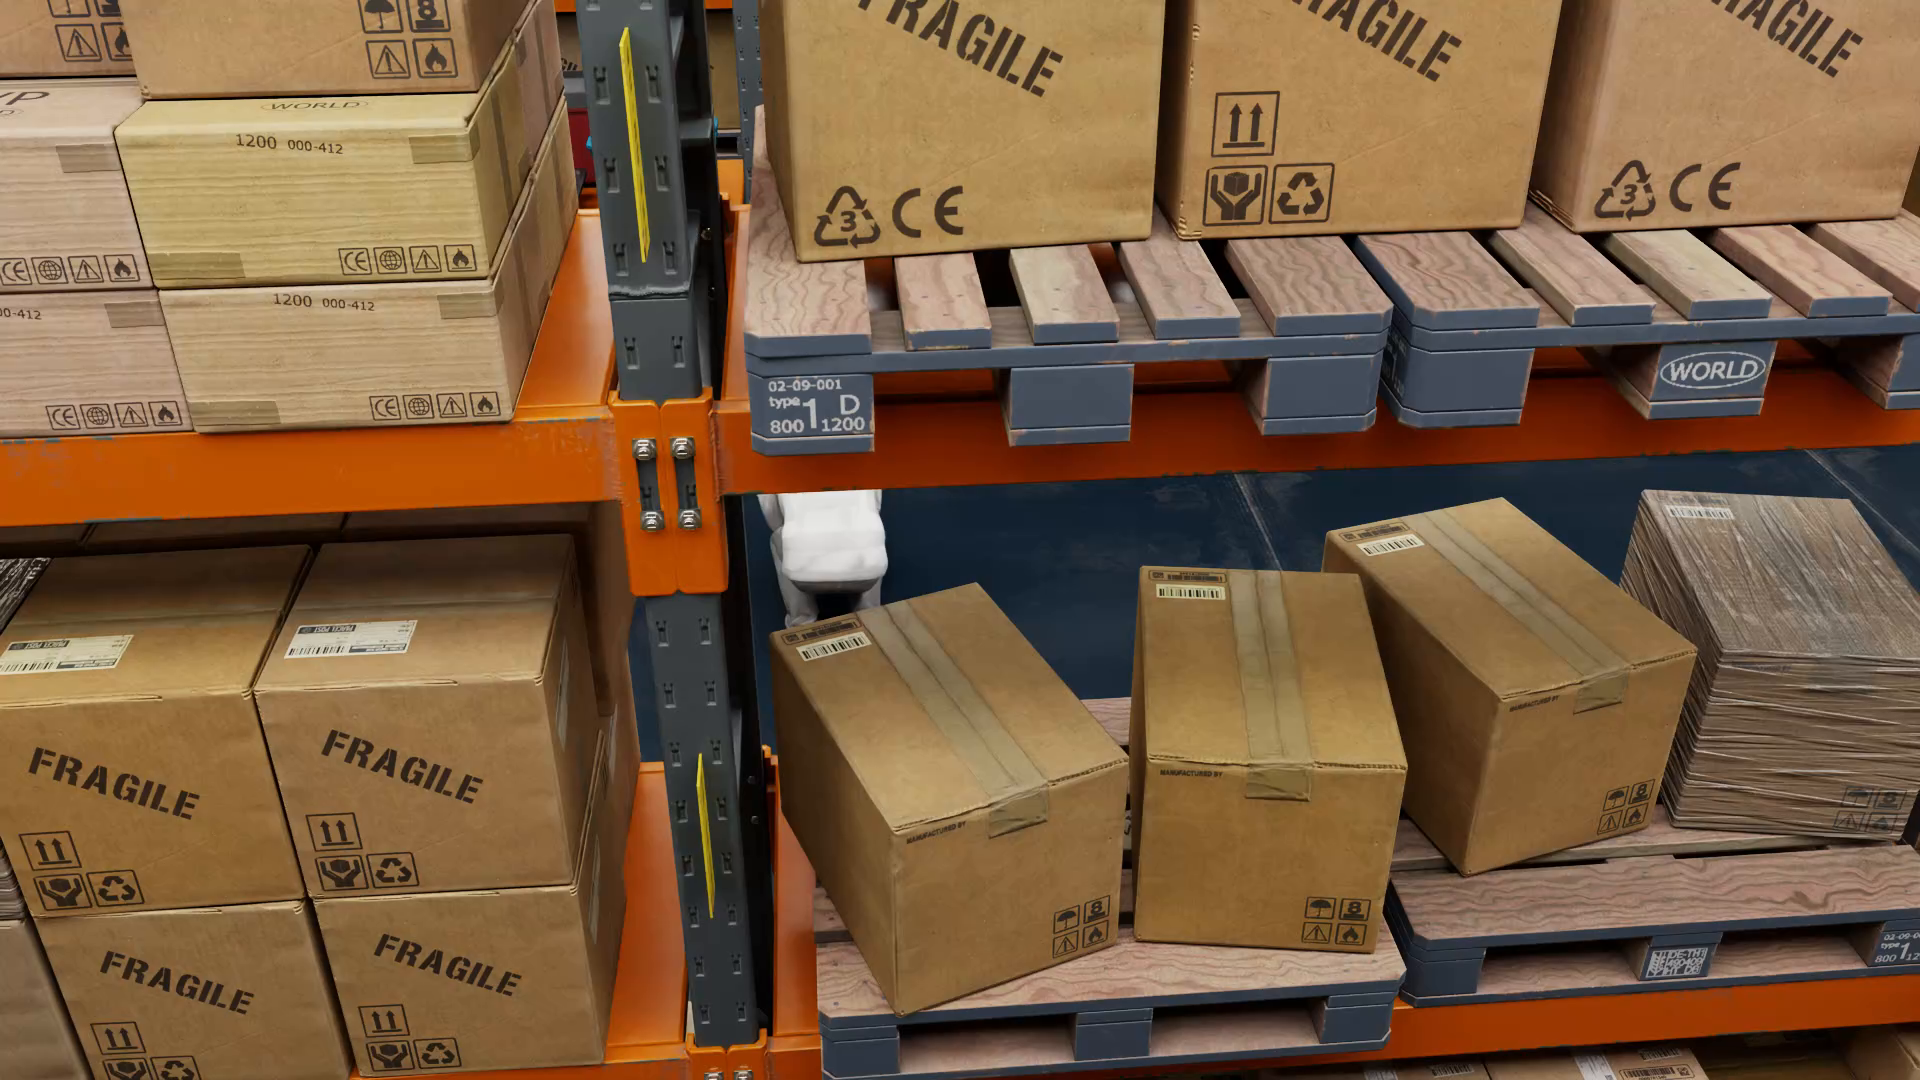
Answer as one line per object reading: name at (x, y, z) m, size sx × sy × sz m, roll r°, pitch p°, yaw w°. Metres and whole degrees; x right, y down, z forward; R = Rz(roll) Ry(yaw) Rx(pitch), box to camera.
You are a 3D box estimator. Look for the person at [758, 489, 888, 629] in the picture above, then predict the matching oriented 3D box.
person at (-0.584, -0.001, 7.118) m, size 0.534 × 0.860 × 0.944 m, roll -3°, pitch 31°, yaw -5°
